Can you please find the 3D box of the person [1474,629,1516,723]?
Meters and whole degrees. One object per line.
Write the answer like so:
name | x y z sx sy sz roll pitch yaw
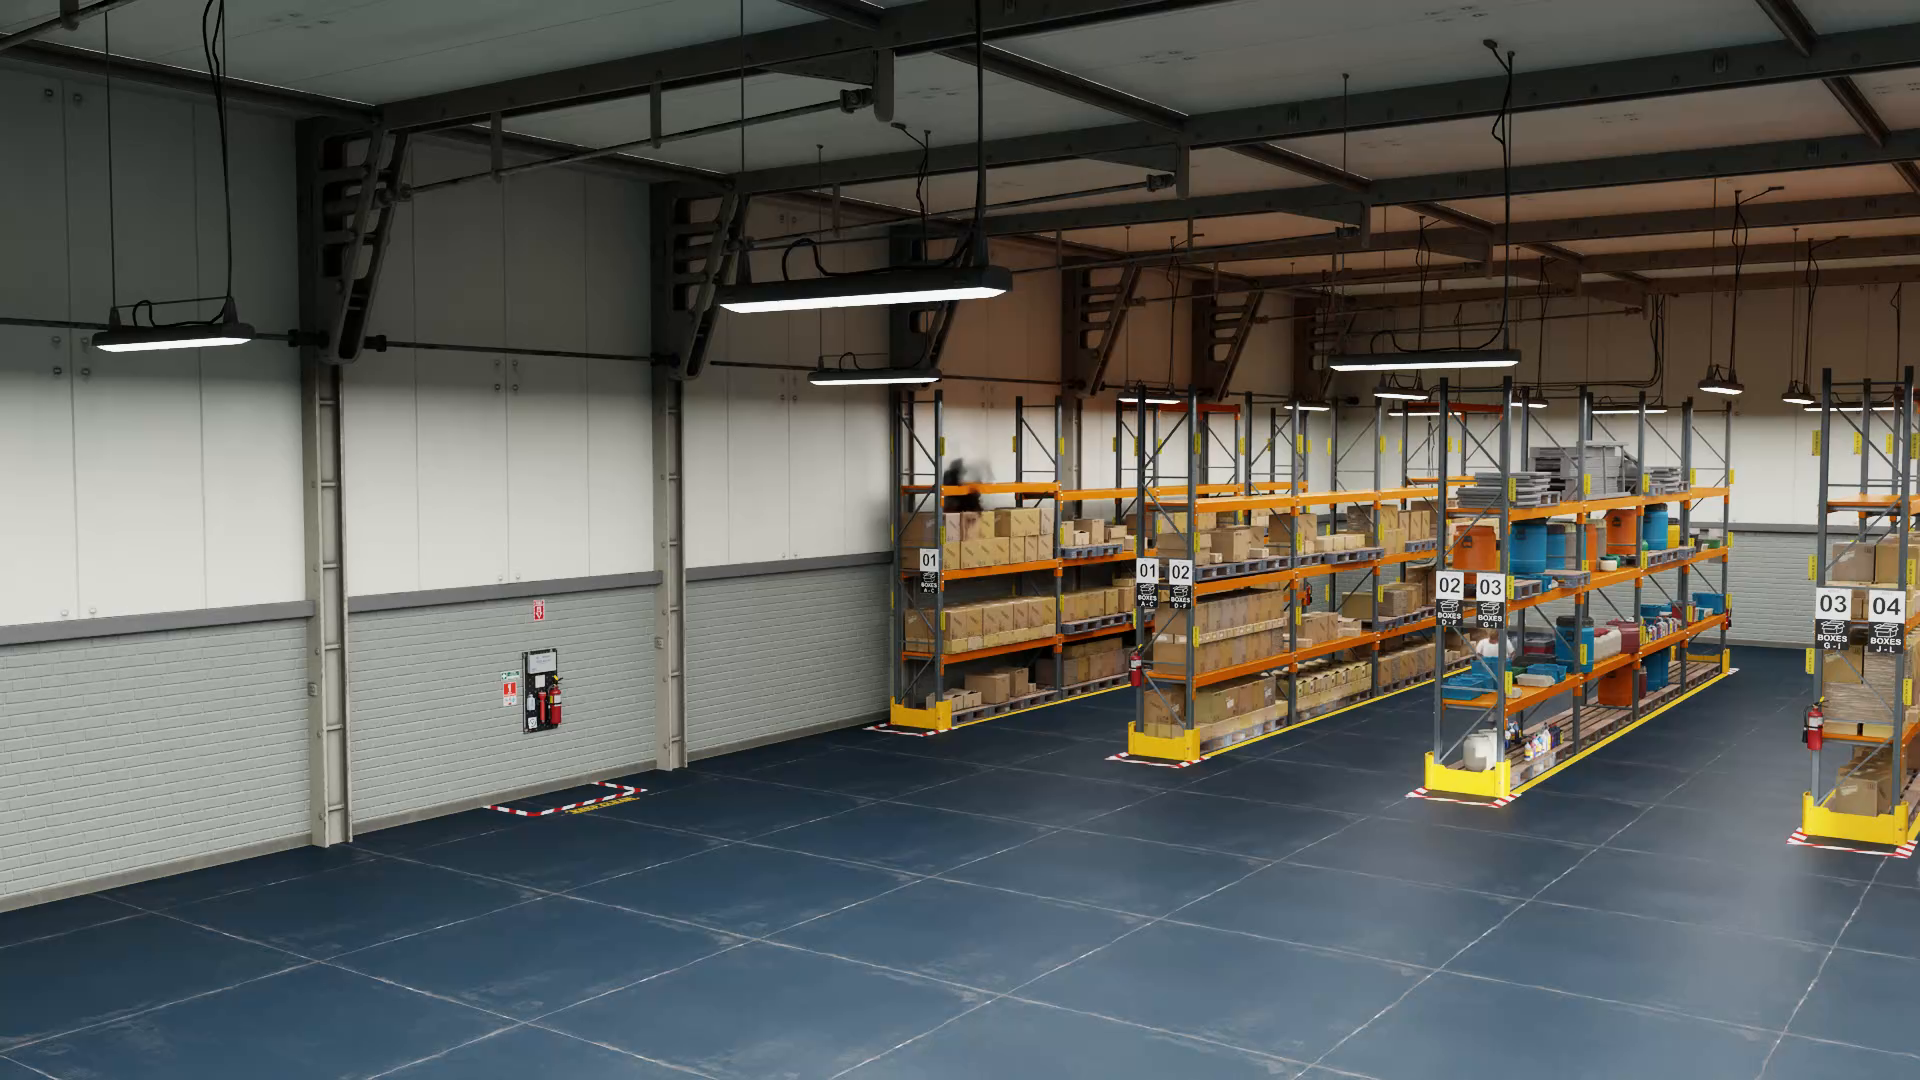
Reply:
person | 9.769 2.415 30.450 0.696 1.756 0.934 2 4 29
